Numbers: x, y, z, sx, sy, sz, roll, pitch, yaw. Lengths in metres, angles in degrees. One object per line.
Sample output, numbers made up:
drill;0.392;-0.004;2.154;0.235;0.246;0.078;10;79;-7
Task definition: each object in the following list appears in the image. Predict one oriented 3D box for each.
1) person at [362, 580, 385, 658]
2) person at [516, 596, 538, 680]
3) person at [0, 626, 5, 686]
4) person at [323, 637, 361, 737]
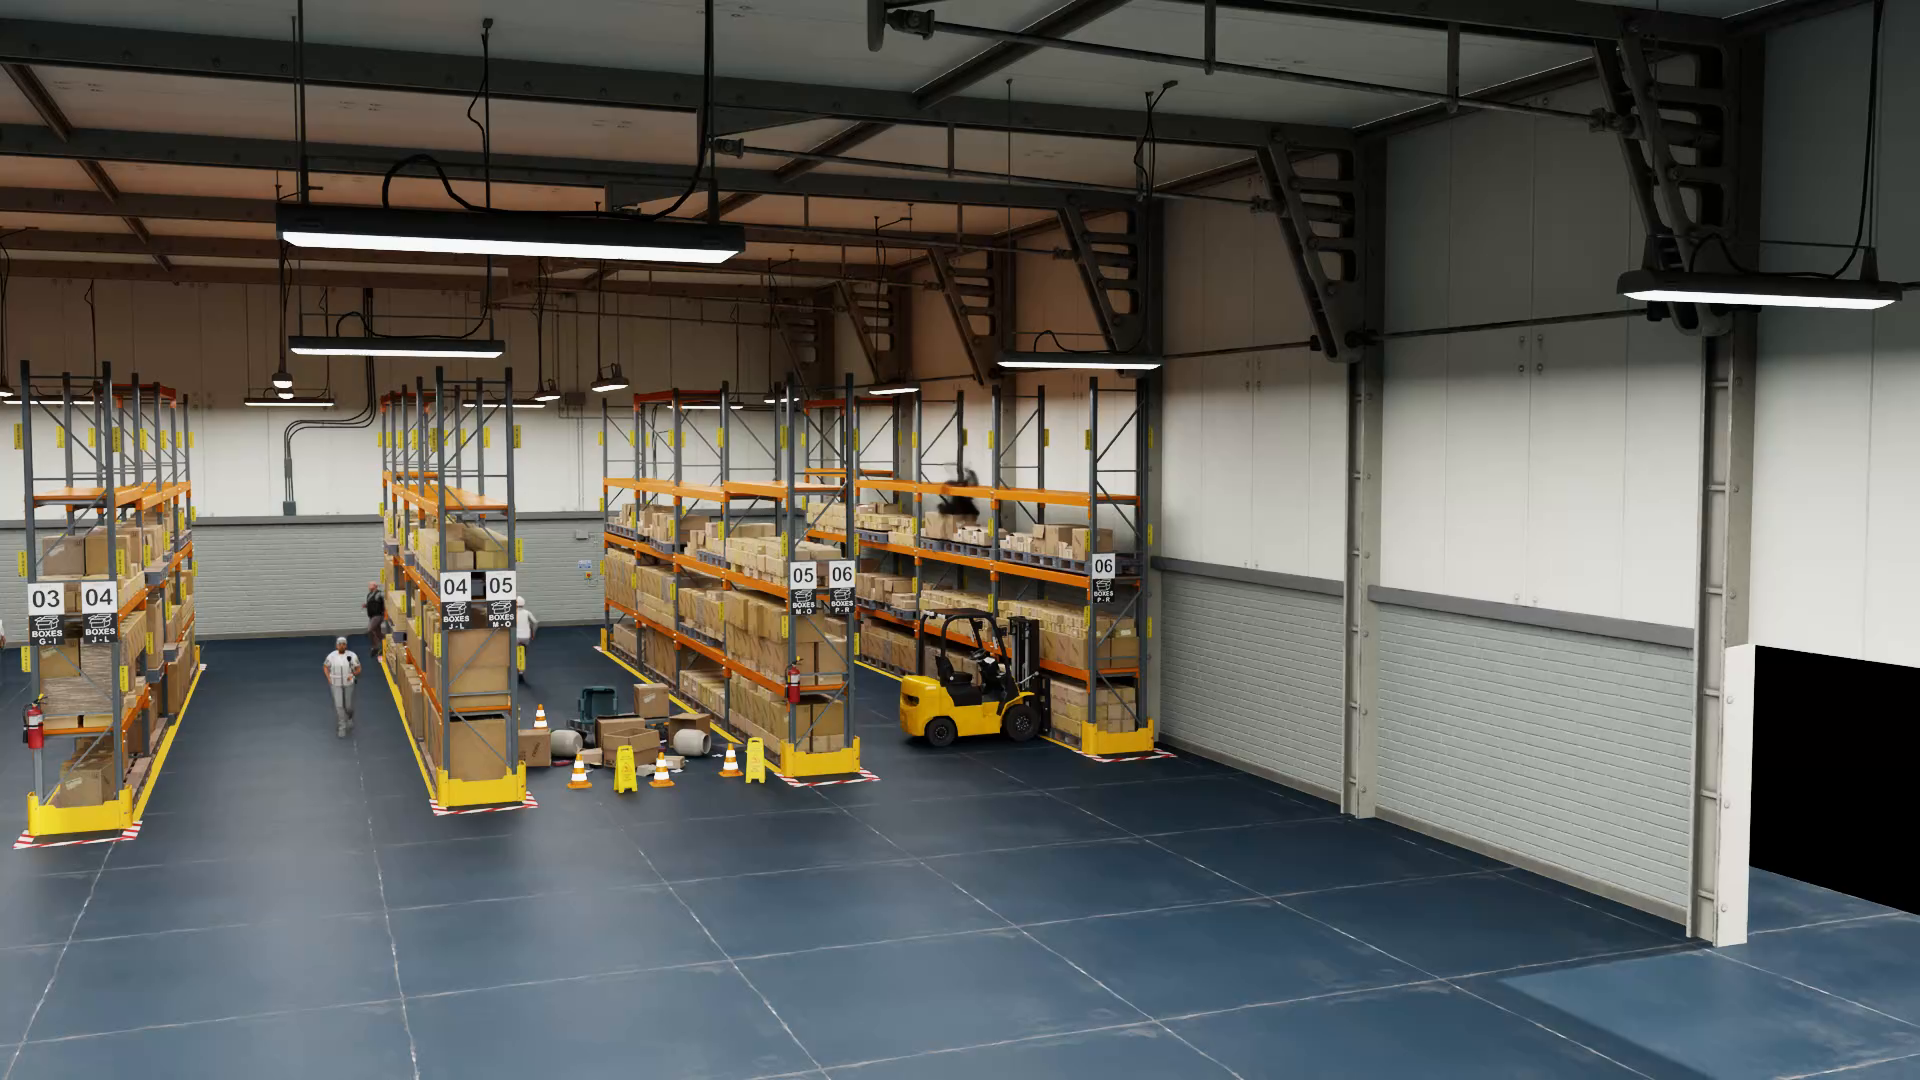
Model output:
person;-13.512;1.830;38.580;0.712;1.791;0.688;3;5;44
person;-9.107;2.079;34.461;0.674;1.819;0.871;-2;4;-25
person;-19.131;2.203;32.771;0.555;1.654;0.550;-2;4;-26
person;-10.528;2.479;28.344;0.613;1.661;0.705;-1;4;-19
